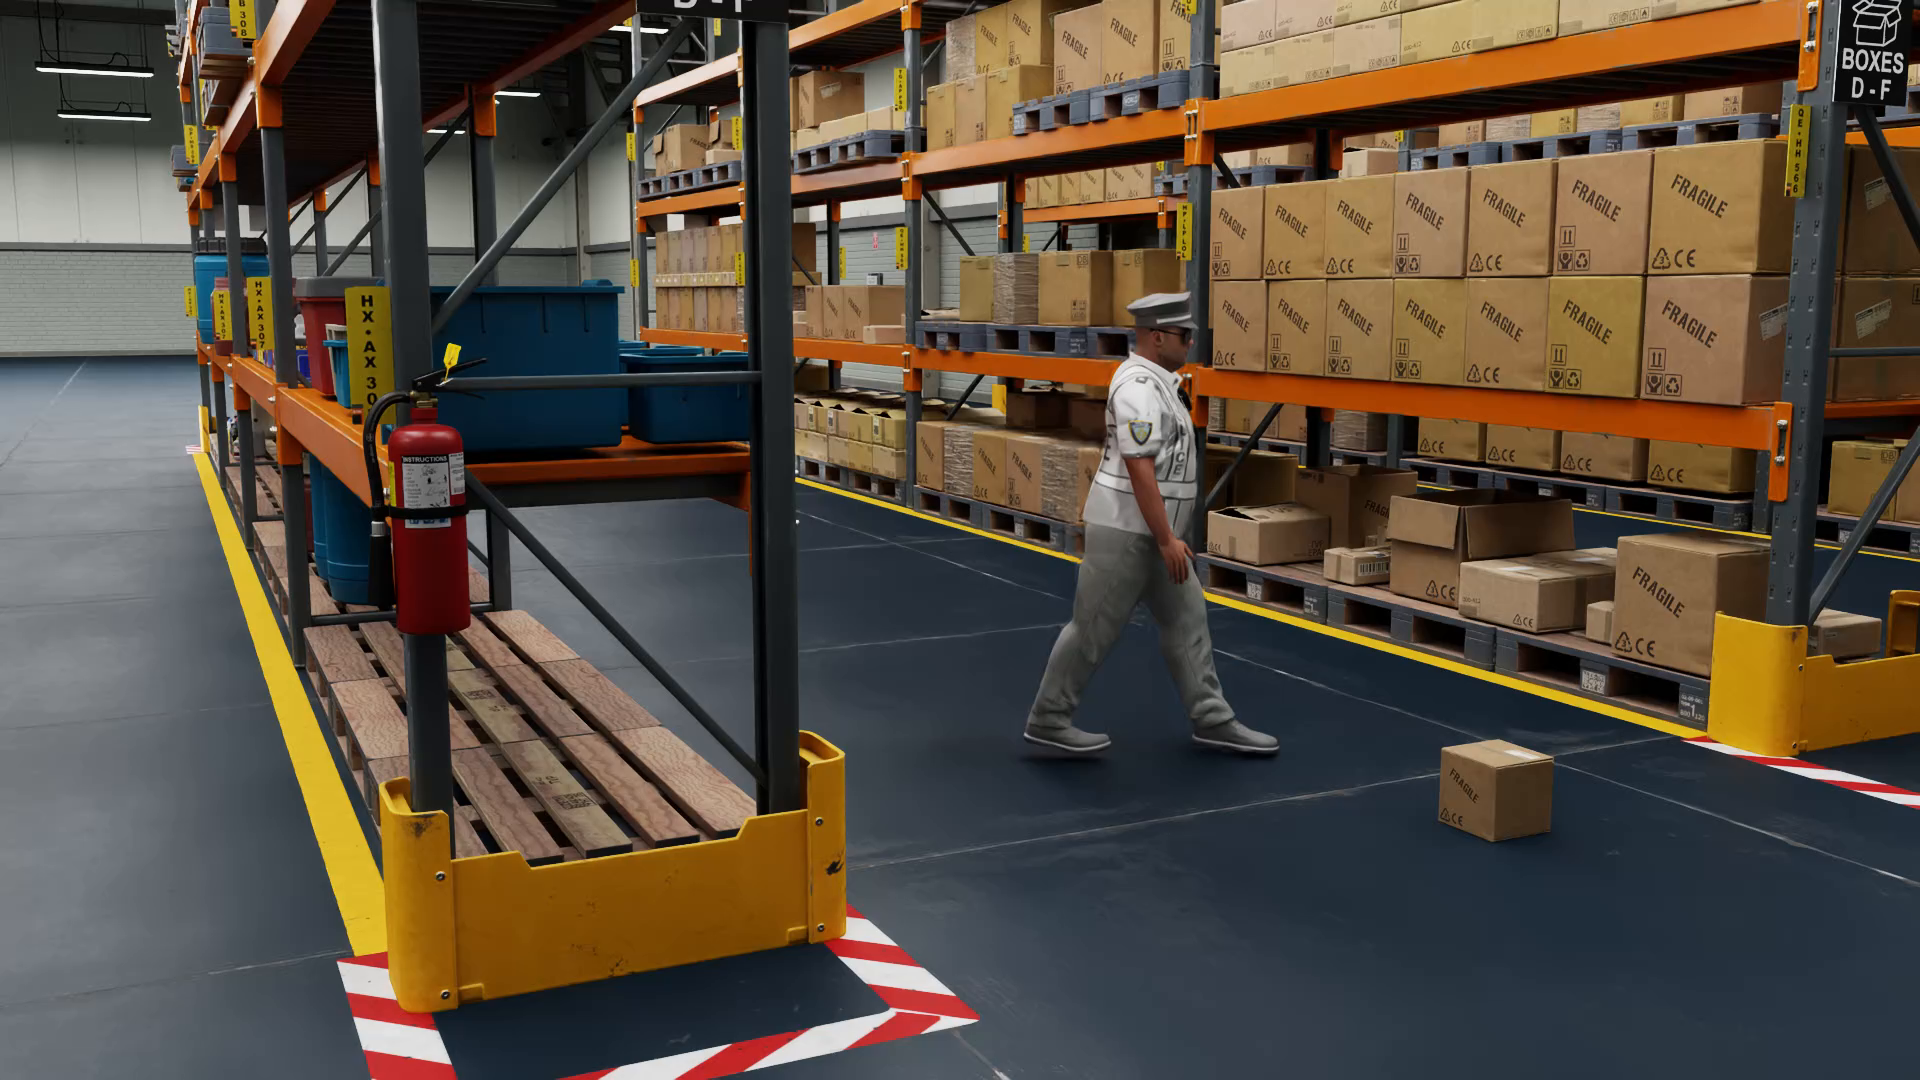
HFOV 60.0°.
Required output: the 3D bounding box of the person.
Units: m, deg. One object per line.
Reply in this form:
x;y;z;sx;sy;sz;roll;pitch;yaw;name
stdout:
0.706;-0.042;6.088;0.932;1.717;0.539;2;9;15;person
